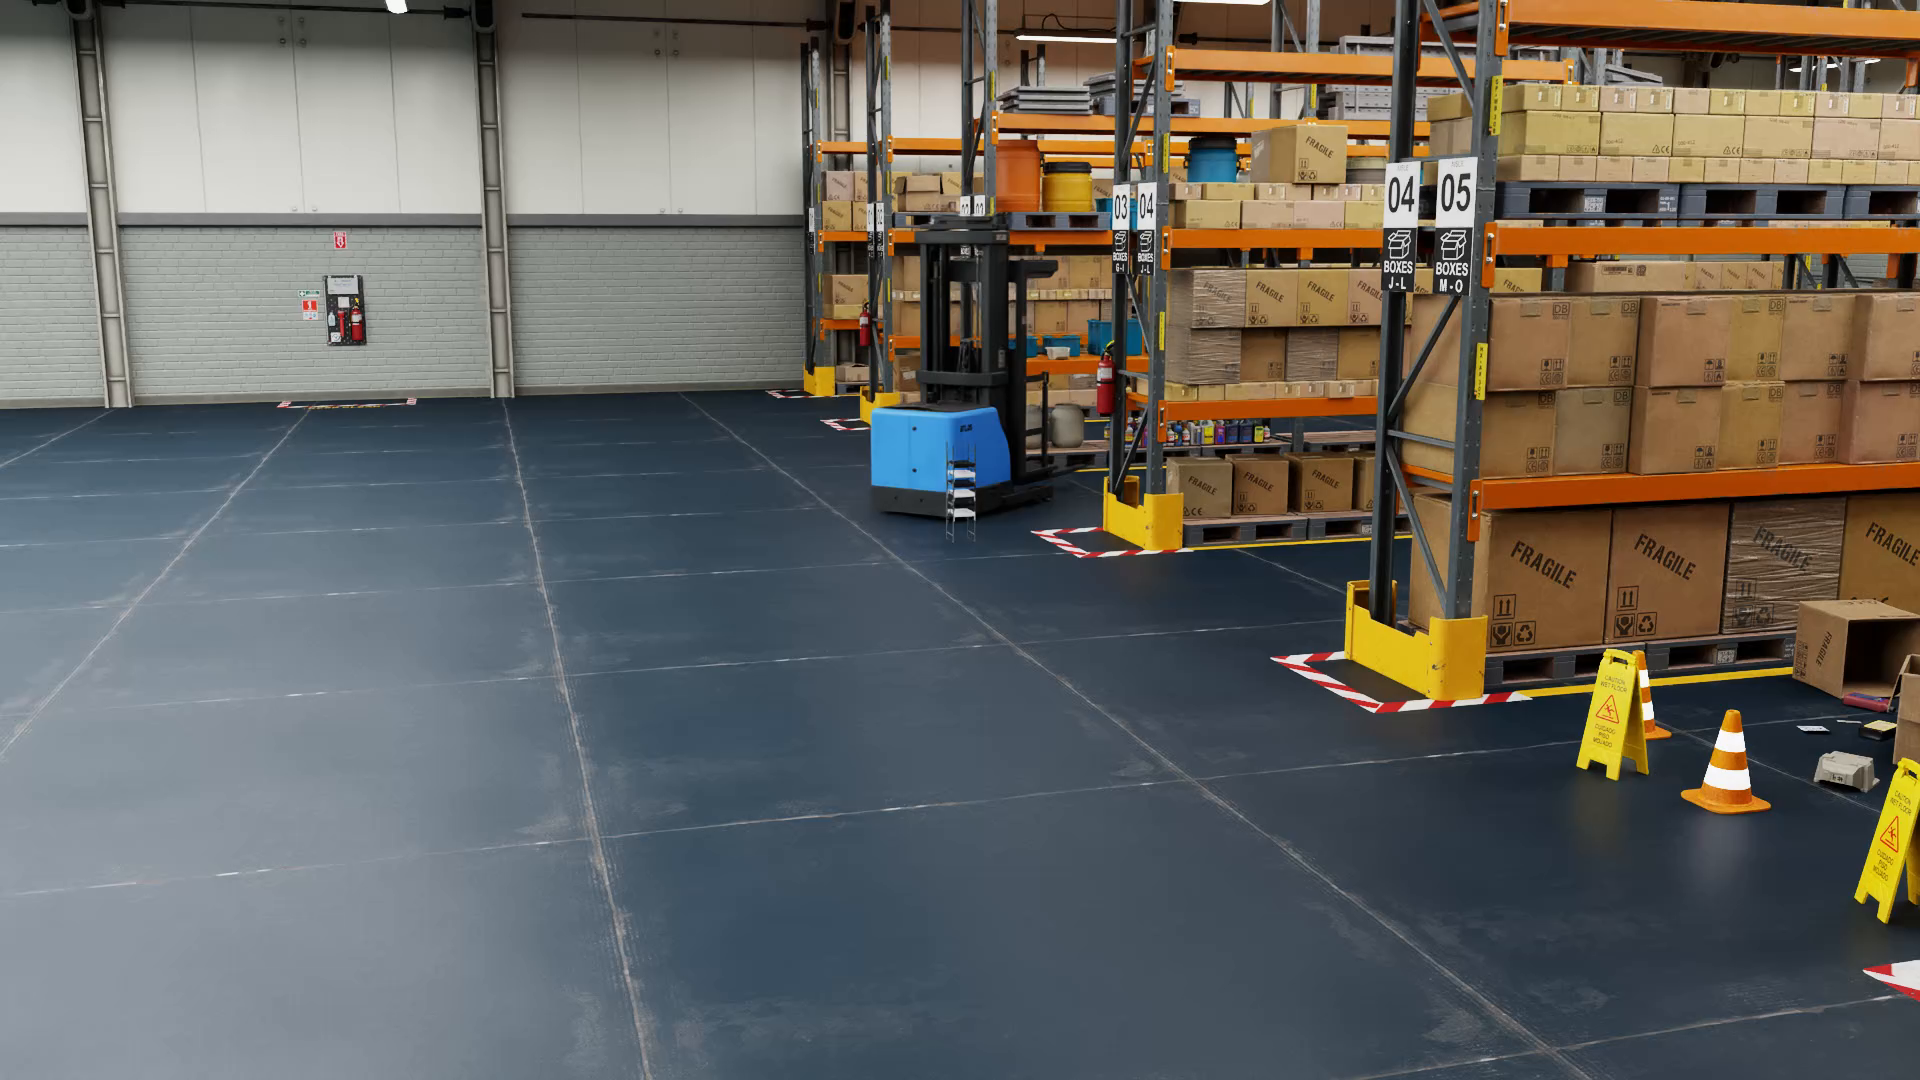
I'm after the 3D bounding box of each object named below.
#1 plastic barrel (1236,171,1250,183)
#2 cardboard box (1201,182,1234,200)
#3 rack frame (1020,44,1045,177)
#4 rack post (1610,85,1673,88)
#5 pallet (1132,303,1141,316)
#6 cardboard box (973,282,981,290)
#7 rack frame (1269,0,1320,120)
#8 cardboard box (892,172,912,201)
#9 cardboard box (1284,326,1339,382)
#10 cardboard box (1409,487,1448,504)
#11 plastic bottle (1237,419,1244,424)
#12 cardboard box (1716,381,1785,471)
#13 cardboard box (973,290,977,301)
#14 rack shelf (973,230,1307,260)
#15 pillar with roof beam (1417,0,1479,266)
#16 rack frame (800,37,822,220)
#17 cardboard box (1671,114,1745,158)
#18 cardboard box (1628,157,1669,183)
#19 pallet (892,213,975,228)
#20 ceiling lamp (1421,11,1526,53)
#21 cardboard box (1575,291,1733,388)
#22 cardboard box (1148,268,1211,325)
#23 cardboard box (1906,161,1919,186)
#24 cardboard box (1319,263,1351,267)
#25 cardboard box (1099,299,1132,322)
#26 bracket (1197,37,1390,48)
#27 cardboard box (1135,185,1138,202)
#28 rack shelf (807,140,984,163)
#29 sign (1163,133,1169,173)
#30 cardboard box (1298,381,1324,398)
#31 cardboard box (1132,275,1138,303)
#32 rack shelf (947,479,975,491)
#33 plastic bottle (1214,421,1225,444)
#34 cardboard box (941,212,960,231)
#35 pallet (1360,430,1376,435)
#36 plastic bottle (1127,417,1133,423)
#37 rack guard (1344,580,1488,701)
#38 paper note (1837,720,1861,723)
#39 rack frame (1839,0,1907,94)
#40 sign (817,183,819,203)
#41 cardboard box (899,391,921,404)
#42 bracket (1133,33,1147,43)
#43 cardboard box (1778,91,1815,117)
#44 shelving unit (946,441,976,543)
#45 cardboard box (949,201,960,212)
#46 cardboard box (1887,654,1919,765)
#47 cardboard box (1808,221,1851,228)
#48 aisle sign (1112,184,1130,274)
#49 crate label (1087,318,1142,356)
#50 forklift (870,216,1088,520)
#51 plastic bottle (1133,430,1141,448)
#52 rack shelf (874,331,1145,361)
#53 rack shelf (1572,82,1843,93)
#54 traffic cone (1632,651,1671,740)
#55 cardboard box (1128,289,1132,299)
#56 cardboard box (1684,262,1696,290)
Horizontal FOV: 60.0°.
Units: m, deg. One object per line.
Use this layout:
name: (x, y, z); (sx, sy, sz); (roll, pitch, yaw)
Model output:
plastic barrel: (3.586, -4.295, 20.541); (0.421, 0.512, 0.421); (0, 10, 0)
cardboard box: (2.203, -3.050, 14.560); (0.250, 0.149, 0.380); (-3, 11, -15)
rack frame: (1.285, -7.218, 29.605); (0.127, 3.000, 1.000); (-3, 11, -16)
rack post: (8.579, -5.705, 21.594); (0.937, 0.300, 0.954); (-3, 11, -16)
pallet: (3.237, -4.269, 30.682); (1.213, 0.211, 1.003); (-3, 11, -16)
cardboard box: (0.323, -3.969, 24.665); (0.500, 0.500, 0.700); (-3, 11, -16)
rack frame: (4.054, -5.496, 20.250); (0.127, 3.000, 1.000); (-3, 11, -16)
cardboard box: (-1.133, -6.113, 28.794); (0.500, 0.500, 0.500); (-3, 11, -14)
cardboard box: (3.073, -1.765, 15.453); (0.500, 0.500, 0.875); (-3, 11, -16)
cardboard box: (4.496, -0.618, 16.068); (0.500, 0.500, 0.500); (0, 10, 2)
plastic bottle: (3.476, -1.402, 20.680); (0.185, 0.351, 0.144); (-3, 11, -16)
cardboard box: (4.823, -0.787, 10.828); (0.500, 0.550, 0.875); (-3, 11, -16)
cardboard box: (0.261, -3.608, 24.494); (0.250, 0.149, 0.380); (-3, 11, -18)
rack shelf: (2.134, -3.566, 20.037); (4.000, 0.370, 1.077); (-3, 11, -16)
pillar with roof beam: (10.600, -7.061, 28.748); (0.548, 9.000, 9.100); (-3, 11, -16)
rack frame: (-2.555, -7.016, 28.505); (0.127, 3.000, 1.000); (-3, 11, -16)
cardboard box: (4.394, -2.450, 10.144); (0.500, 0.250, 0.500); (-3, 11, -16)
cardboard box: (4.035, -2.222, 10.010); (0.250, 0.149, 0.380); (-3, 11, -16)
pallet: (-0.481, -4.668, 24.278); (1.213, 0.211, 1.003); (-3, 11, -16)
ceiling lamp: (8.950, -9.964, 28.397); (2.000, 3.185, 0.800); (-3, 11, -16)
cardboard box: (4.333, -1.280, 10.523); (0.550, 0.550, 0.875); (-3, 11, -16)
cardboard box: (2.057, -2.240, 15.275); (0.500, 0.500, 0.500); (-3, 11, -16)
cardboard box: (5.978, -2.325, 10.565); (0.250, 0.149, 0.380); (-3, 11, -15)
cardboard box: (7.117, -5.103, 31.459); (0.500, 0.250, 0.500); (-3, 11, -17)
cardboard box: (2.249, -3.433, 25.335); (0.500, 0.500, 0.700); (-3, 11, -17)
bracket: (6.607, -9.365, 31.325); (4.783, 0.066, 0.076); (-3, 11, -16)
cardboard box: (1.778, -3.148, 15.094); (0.250, 0.149, 0.380); (-3, 11, -16)
rack shelf: (-0.635, -6.762, 29.121); (4.000, 0.370, 1.077); (-3, 11, -16)
sign: (1.750, -3.293, 14.154); (0.005, 0.325, 0.100); (-3, 11, -16)
cardboard box: (3.137, -1.396, 15.242); (0.250, 0.149, 0.380); (-3, 11, -16)
cardboard box: (2.946, -4.619, 30.564); (0.500, 0.500, 0.700); (-2, 11, -8)
rack shelf: (0.008, -0.499, 15.160); (0.200, 0.077, 0.258); (-3, 11, -16)
plastic bottle: (3.188, -1.318, 20.413); (0.133, 0.283, 0.061); (-2, 11, -12)
cardboard box: (-0.141, -5.676, 29.178); (0.500, 0.500, 0.500); (-3, 11, -18)
pallet: (5.971, -1.283, 21.637); (1.213, 0.211, 1.003); (-3, 11, -16)
plastic bottle: (2.104, -1.397, 20.863); (0.135, 0.276, 0.152); (-3, 11, -16)
rack guard: (2.864, 0.616, 10.525); (0.348, 0.500, 1.175); (-3, 11, -16)
paper note: (5.108, 1.044, 9.552); (0.123, 0.001, 0.032); (3, 11, 14)
rack frame: (9.279, -4.838, 16.673); (0.127, 3.000, 1.000); (-3, 11, -16)
sign: (-2.403, -5.876, 28.186); (0.005, 0.325, 0.100); (-3, 11, -16)
cardboard box: (-0.590, -2.047, 24.520); (0.500, 0.250, 0.500); (-3, 11, -16)
bracket: (3.337, -9.193, 30.389); (0.430, 0.232, 0.235); (-3, 11, -16)
cardboard box: (5.008, -2.666, 10.217); (0.250, 0.149, 0.380); (-3, 11, -15)
shelving unit: (0.008, -0.443, 15.171); (0.210, 0.900, 0.258); (-3, 11, -16)
cardboard box: (0.012, -4.860, 24.229); (0.250, 0.149, 0.380); (-3, 11, -16)
cardboard box: (5.347, 0.939, 8.758); (0.797, 0.503, 0.637); (7, 12, 33)
cardboard box: (8.419, -3.194, 16.446); (0.500, 0.250, 0.500); (-3, 11, -16)
aisle sign: (1.455, -2.810, 15.048); (0.004, 0.787, 0.394); (-3, 11, -16)
crate label: (1.905, -2.501, 20.452); (0.616, 0.435, 0.502); (-3, 11, -16)
forklift: (0.327, -1.862, 17.268); (1.130, 2.935, 3.031); (7, 12, 32)
plastic bottle: (2.141, -1.226, 20.140); (0.097, 0.201, 0.097); (0, 10, 0)
rack shelf: (0.753, -2.952, 24.987); (4.000, 0.370, 1.077); (-3, 11, -16)
rack shelf: (7.359, -4.186, 16.224); (4.000, 0.370, 1.077); (-3, 11, -16)
traffic cone: (3.794, 0.853, 9.340); (0.334, 0.463, 0.336); (-3, 11, -16)
cardboard box: (2.472, -3.724, 25.127); (0.250, 0.149, 0.380); (-3, 11, -16)
cardboard box: (11.875, -4.380, 27.718); (0.500, 0.500, 0.500); (-3, 11, -18)
